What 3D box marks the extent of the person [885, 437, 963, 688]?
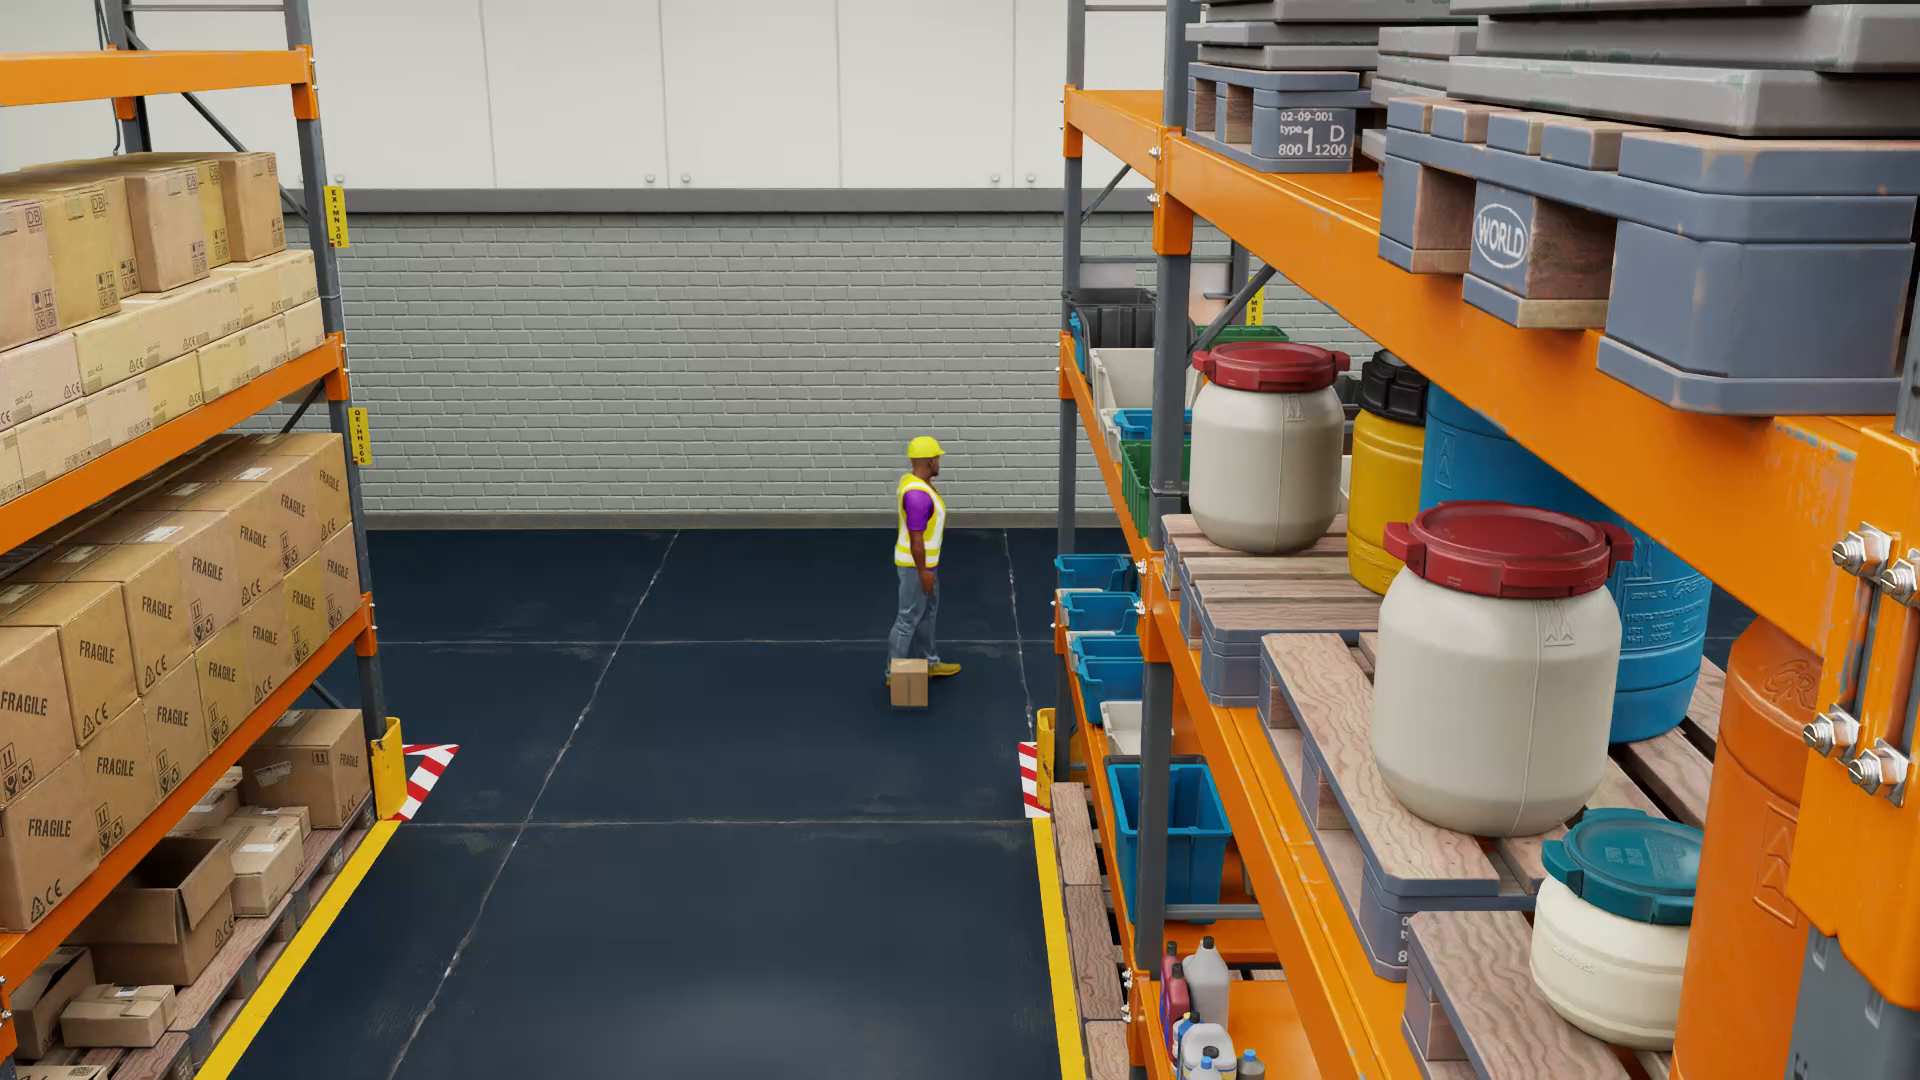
[{"bbox_3d":[-0.249,0.159,11.466,0.557,1.771,0.586,-1,17,-3],"label":"person"}]
